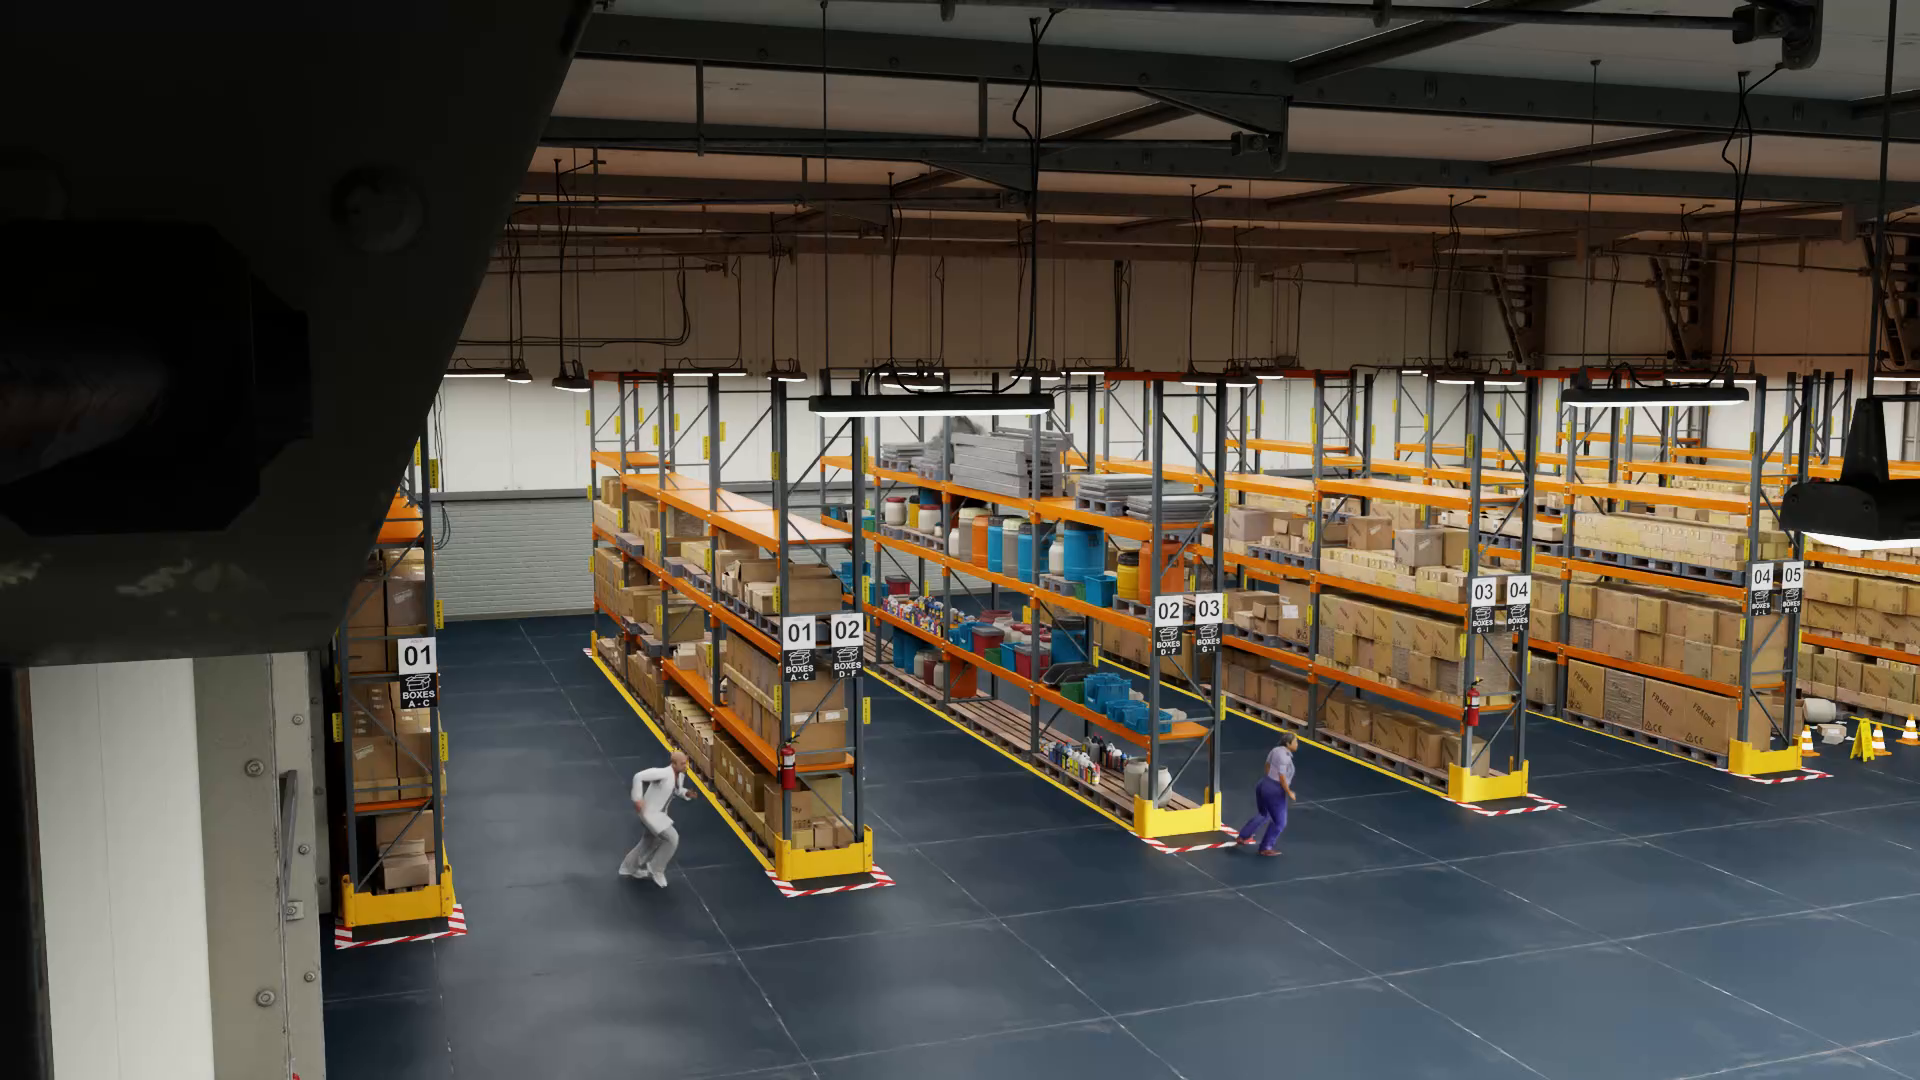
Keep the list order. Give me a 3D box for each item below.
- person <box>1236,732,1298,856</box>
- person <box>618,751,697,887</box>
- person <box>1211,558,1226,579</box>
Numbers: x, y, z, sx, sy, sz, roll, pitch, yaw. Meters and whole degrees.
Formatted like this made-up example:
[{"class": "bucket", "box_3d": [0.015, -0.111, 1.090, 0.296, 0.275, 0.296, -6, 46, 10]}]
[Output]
[{"class": "person", "box_3d": [3.893, 3.210, 21.066, 0.717, 1.586, 0.610, -1, 6, -10]}, {"class": "person", "box_3d": [-3.630, 3.325, 19.800, 1.049, 1.682, 0.746, 2, 7, 19]}, {"class": "person", "box_3d": [6.414, 0.902, 41.211, 0.705, 1.733, 0.662, -2, 7, -17]}]
